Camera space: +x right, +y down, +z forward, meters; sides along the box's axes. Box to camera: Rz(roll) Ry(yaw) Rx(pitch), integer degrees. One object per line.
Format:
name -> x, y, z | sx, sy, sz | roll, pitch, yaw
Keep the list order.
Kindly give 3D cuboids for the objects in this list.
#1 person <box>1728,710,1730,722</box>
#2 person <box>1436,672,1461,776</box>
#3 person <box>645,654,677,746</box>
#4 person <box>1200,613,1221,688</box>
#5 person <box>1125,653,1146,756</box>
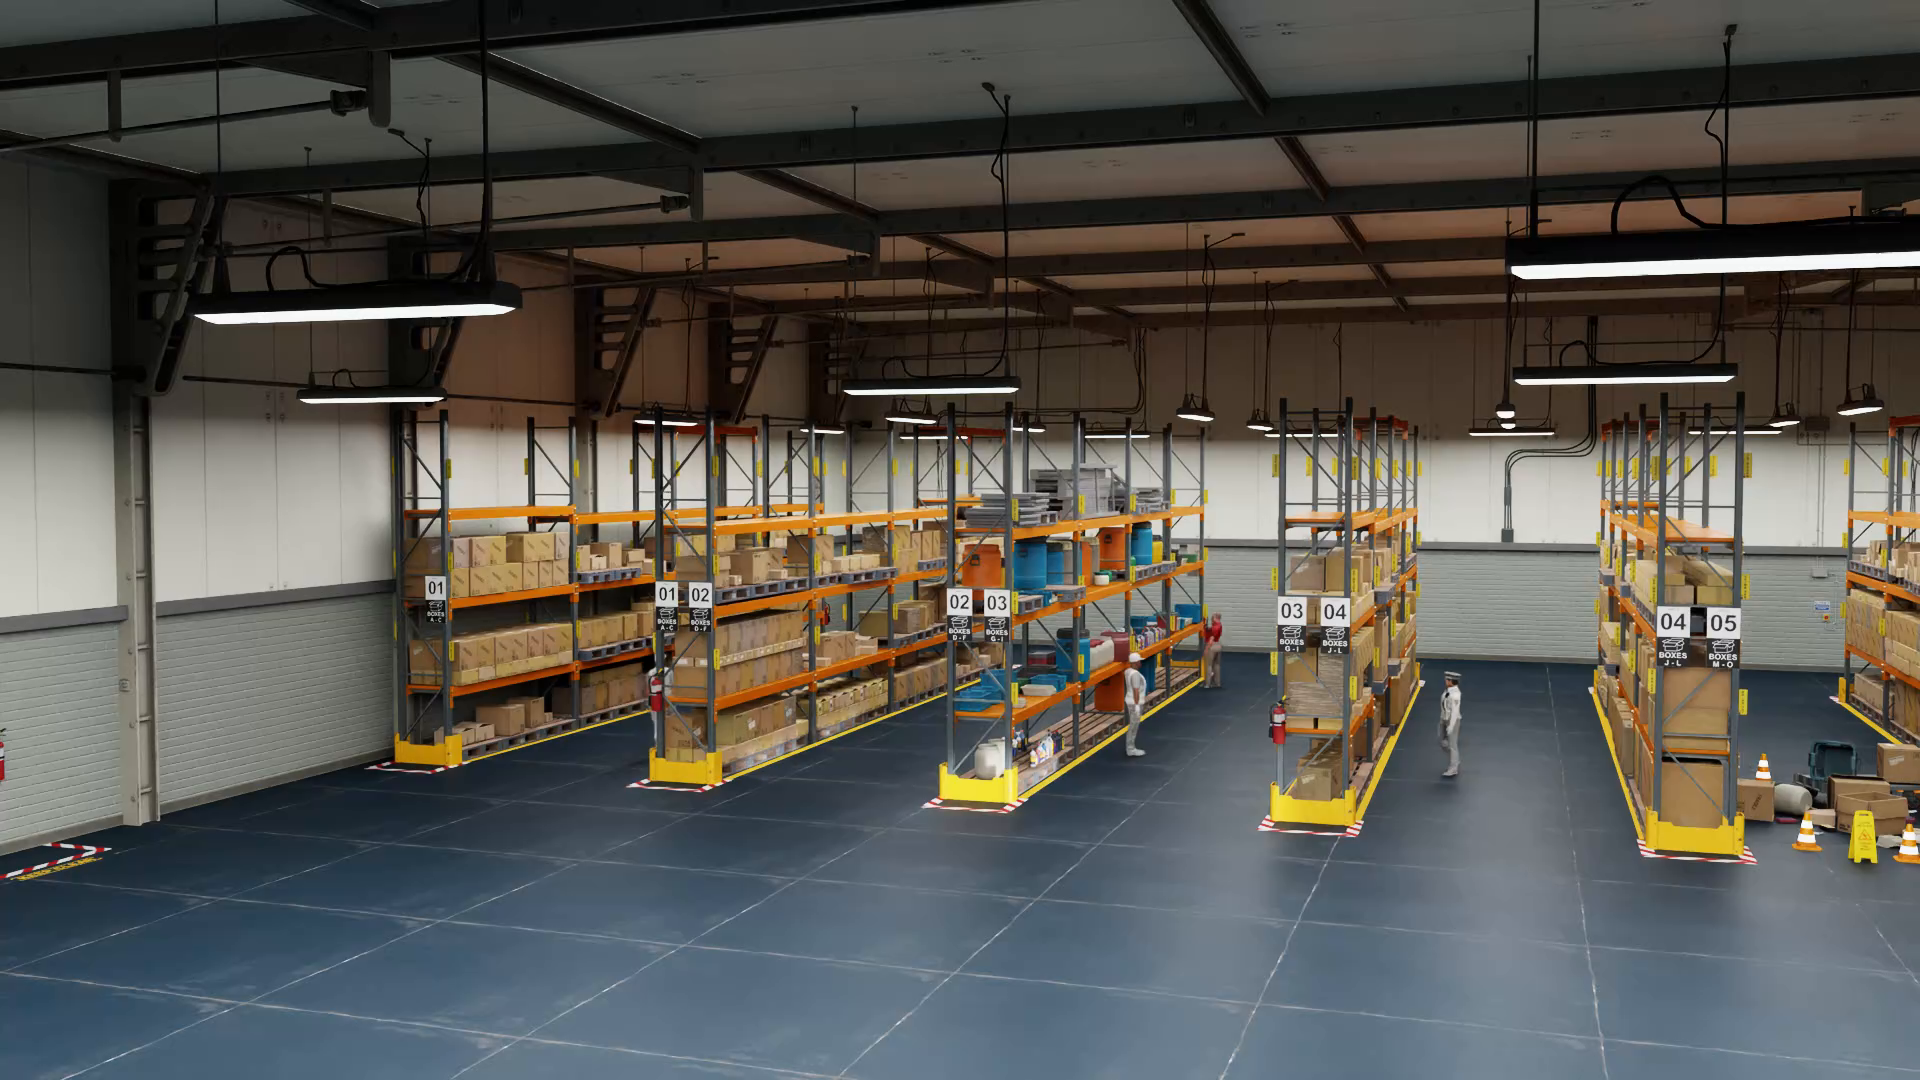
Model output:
person -> 15.043, 2.720, 32.768 | 0.599, 1.778, 0.403 | -1, 3, -27
person -> 8.059, 2.992, 27.251 | 0.432, 1.675, 0.557 | 0, 2, -6
person -> -5.248, 2.865, 29.161 | 0.538, 1.826, 0.468 | -1, 3, -15
person -> 5.729, 2.521, 37.970 | 0.477, 1.723, 0.612 | 2, 3, 35
person -> 3.059, 2.857, 28.966 | 0.349, 1.787, 0.650 | 0, 2, -3
